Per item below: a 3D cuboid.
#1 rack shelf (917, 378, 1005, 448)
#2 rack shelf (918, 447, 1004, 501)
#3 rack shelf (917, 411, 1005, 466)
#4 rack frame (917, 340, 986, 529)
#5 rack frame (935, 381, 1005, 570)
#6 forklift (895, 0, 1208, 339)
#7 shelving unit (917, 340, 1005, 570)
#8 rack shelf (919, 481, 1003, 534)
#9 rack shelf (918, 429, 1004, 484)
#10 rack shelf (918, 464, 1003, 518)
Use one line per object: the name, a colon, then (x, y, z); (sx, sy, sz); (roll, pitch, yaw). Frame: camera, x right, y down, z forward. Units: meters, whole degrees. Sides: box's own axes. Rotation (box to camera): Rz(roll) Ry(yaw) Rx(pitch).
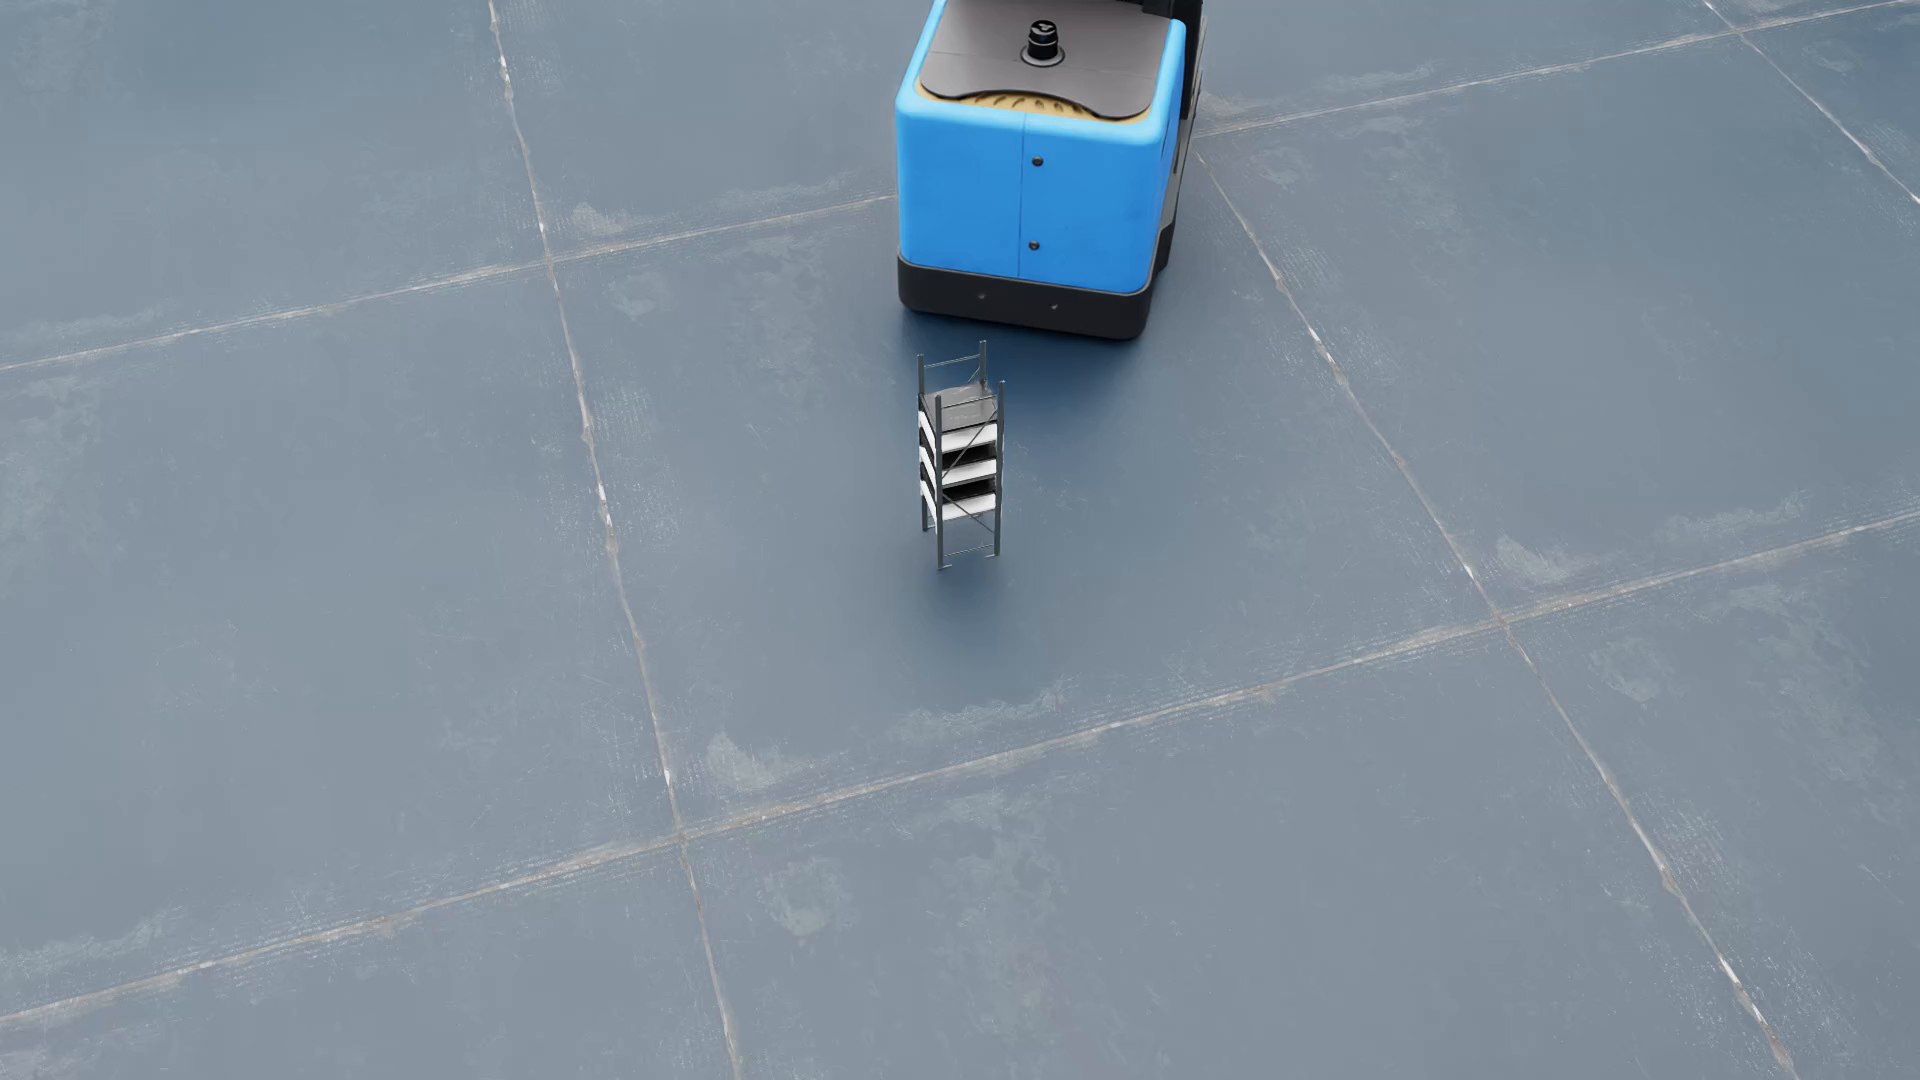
rack shelf: (0.002, -0.437, 5.720); (0.258, 0.077, 0.200); (-13, 51, -11)
rack shelf: (0.002, -0.263, 5.926); (0.258, 0.077, 0.200); (-13, 51, -11)
rack shelf: (0.002, -0.379, 5.789); (0.258, 0.077, 0.200); (-13, 51, -11)
rack frame: (-0.028, -0.358, 5.964); (0.240, 0.900, 0.006); (-13, 51, -11)
rack frame: (0.032, -0.210, 5.838); (0.240, 0.900, 0.006); (-13, 51, -11)
forklift: (0.547, -2.925, 6.799); (1.130, 2.935, 3.031); (9, 50, 8)
shelving unit: (0.002, -0.284, 5.901); (0.258, 0.900, 0.210); (-13, 51, -11)
rack shelf: (0.002, -0.147, 6.064); (0.258, 0.077, 0.200); (-13, 51, -11)
rack shelf: (0.002, -0.321, 5.858); (0.258, 0.077, 0.200); (-13, 51, -11)
rack shelf: (0.002, -0.205, 5.995); (0.258, 0.077, 0.200); (-13, 51, -11)
